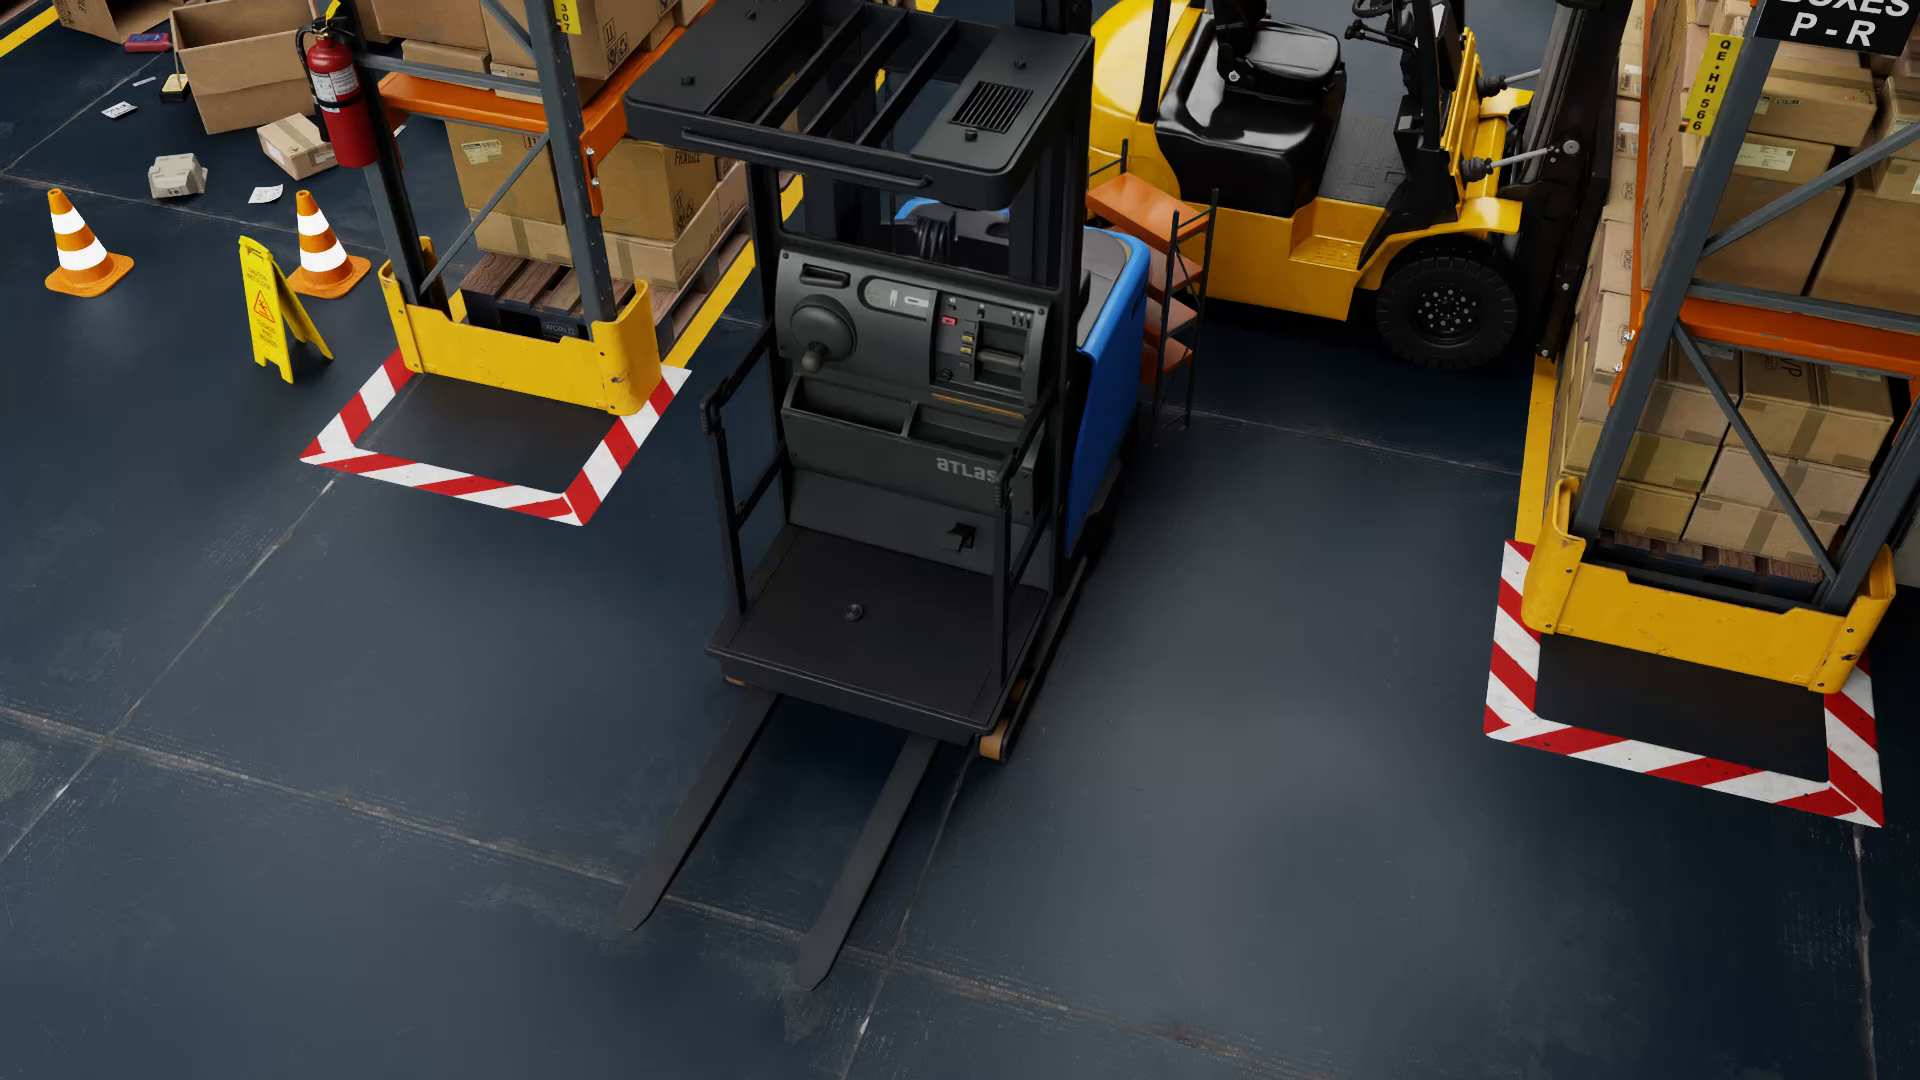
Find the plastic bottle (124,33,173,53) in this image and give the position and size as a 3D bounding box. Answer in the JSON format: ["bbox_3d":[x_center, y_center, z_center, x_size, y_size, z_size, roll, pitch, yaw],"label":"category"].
[{"bbox_3d":[-4.684,-2.888,9.658,0.283,0.061,0.133,-2,44,-2],"label":"plastic bottle"}]

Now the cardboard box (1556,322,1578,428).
[{"bbox_3d":[2.775,-0.621,6.905,0.500,0.250,0.500,13,46,12],"label":"cardboard box"}]

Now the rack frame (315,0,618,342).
[{"bbox_3d":[-1.958,-1.793,6.437,1.000,3.000,0.127,13,46,13],"label":"rack frame"}]

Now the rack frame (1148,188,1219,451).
[{"bbox_3d":[0.904,-0.871,6.782,0.240,1.200,0.015,-32,52,-28],"label":"rack frame"}]

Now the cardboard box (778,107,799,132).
[{"bbox_3d":[-1.135,-2.144,8.462,0.500,0.250,0.500,15,46,15],"label":"cardboard box"}]

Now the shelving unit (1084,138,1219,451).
[{"bbox_3d":[0.743,-0.999,6.913,0.258,1.200,0.503,-32,52,-28],"label":"shelving unit"}]

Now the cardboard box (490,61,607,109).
[{"bbox_3d":[-1.658,-1.885,6.712,0.380,0.149,0.250,13,46,13],"label":"cardboard box"}]

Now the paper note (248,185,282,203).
[{"bbox_3d":[-3.569,-1.783,8.550,0.148,0.019,0.142,-2,44,-2],"label":"paper note"}]

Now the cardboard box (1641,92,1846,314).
[{"bbox_3d":[2.673,-1.163,5.722,0.500,0.500,0.500,12,46,12],"label":"cardboard box"}]

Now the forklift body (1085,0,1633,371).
[{"bbox_3d":[1.609,-2.091,7.349,2.313,2.155,1.214,13,46,13],"label":"forklift body"}]

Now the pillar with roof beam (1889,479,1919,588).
[{"bbox_3d":[-0.259,-4.073,4.478,9.100,9.000,0.400,13,46,13],"label":"pillar with roof beam"}]

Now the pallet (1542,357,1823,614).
[{"bbox_3d":[2.965,-0.266,6.870,1.003,0.211,1.213,13,46,13],"label":"pallet"}]

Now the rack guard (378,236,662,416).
[{"bbox_3d":[-1.935,-0.950,7.363,1.175,0.500,0.348,13,46,13],"label":"rack guard"}]

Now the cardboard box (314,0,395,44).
[{"bbox_3d":[-3.564,-3.281,9.646,0.797,0.637,0.503,13,46,13],"label":"cardboard box"}]

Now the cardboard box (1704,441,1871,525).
[{"bbox_3d":[3.114,-0.359,6.281,0.500,0.250,0.500,13,46,13],"label":"cardboard box"}]

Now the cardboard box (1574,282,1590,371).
[{"bbox_3d":[2.785,-0.812,6.744,0.500,0.250,0.500,12,46,12],"label":"cardboard box"}]

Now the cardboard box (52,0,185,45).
[{"bbox_3d":[-4.987,-3.295,9.758,0.500,0.500,0.500,20,48,19],"label":"cardboard box"}]

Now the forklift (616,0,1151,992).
[{"bbox_3d":[-0.238,-0.594,5.262,1.130,2.935,3.031,14,46,14],"label":"forklift"}]

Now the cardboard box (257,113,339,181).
[{"bbox_3d":[-3.486,-2.075,8.764,0.250,0.149,0.380,-33,53,-29],"label":"cardboard box"}]

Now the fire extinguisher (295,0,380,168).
[{"bbox_3d":[-2.432,-1.786,6.486,0.296,0.674,0.183,13,46,13],"label":"fire extinguisher"}]

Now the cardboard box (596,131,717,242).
[{"bbox_3d":[-1.443,-1.723,7.496,0.500,0.500,0.500,11,45,11],"label":"cardboard box"}]

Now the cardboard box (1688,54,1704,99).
[{"bbox_3d":[2.661,-1.478,5.581,0.380,0.149,0.250,13,46,13],"label":"cardboard box"}]

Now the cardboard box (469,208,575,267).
[{"bbox_3d":[-1.962,-1.572,7.877,0.500,0.250,0.500,12,46,12],"label":"cardboard box"}]

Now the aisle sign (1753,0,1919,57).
[{"bbox_3d":[2.474,-1.691,4.475,0.394,0.787,0.004,13,46,13],"label":"aisle sign"}]

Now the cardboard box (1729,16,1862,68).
[{"bbox_3d":[2.726,-1.572,5.464,0.380,0.149,0.250,13,46,13],"label":"cardboard box"}]

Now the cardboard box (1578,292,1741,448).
[{"bbox_3d":[2.616,-0.641,6.212,0.500,0.250,0.500,14,46,14],"label":"cardboard box"}]

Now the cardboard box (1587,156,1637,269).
[{"bbox_3d":[2.908,-1.321,6.907,0.500,0.250,0.500,13,46,13],"label":"cardboard box"}]

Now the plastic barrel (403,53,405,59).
[{"bbox_3d":[-2.775,-2.569,9.073,0.421,0.421,0.512,-24,49,-22],"label":"plastic barrel"}]

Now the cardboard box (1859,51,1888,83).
[{"bbox_3d":[3.221,-1.528,5.632,0.380,0.149,0.250,12,46,12],"label":"cardboard box"}]

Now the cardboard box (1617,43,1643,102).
[{"bbox_3d":[3.235,-2.006,7.606,0.500,0.250,0.500,14,46,14],"label":"cardboard box"}]

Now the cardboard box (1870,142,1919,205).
[{"bbox_3d":[3.124,-1.182,5.278,0.380,0.149,0.250,11,46,11],"label":"cardboard box"}]

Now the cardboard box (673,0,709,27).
[{"bbox_3d":[-1.317,-2.376,7.213,0.380,0.149,0.250,13,46,13],"label":"cardboard box"}]

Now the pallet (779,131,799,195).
[{"bbox_3d":[-1.284,-2.191,8.838,1.003,0.211,1.213,13,46,13],"label":"pallet"}]

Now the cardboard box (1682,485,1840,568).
[{"bbox_3d":[3.109,-0.197,6.472,0.500,0.250,0.500,13,46,13],"label":"cardboard box"}]

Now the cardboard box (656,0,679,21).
[{"bbox_3d":[-1.396,-2.537,6.914,0.500,0.500,0.500,14,46,14],"label":"cardboard box"}]

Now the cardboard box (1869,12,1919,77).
[{"bbox_3d":[3.257,-1.642,5.536,0.380,0.149,0.250,13,46,13],"label":"cardboard box"}]

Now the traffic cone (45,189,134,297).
[{"bbox_3d":[-4.218,-1.454,7.905,0.336,0.463,0.334,13,46,13],"label":"traffic cone"}]

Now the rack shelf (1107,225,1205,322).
[{"bbox_3d":[0.743,-1.111,6.804,0.258,0.148,0.480,-32,52,-28],"label":"rack shelf"}]

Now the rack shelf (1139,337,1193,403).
[{"bbox_3d":[0.743,-0.809,7.099,0.258,0.148,0.480,-32,52,-28],"label":"rack shelf"}]

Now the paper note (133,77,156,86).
[{"bbox_3d":[-4.605,-2.589,9.389,0.123,0.001,0.032,-33,53,-29],"label":"paper note"}]

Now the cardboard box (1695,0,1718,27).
[{"bbox_3d":[2.920,-1.989,6.103,0.380,0.149,0.250,11,45,11],"label":"cardboard box"}]

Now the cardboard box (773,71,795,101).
[{"bbox_3d":[-1.130,-2.405,8.193,0.500,0.500,0.500,13,46,13],"label":"cardboard box"}]

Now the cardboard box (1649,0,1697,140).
[{"bbox_3d":[2.993,-1.849,6.423,0.500,0.500,0.500,12,46,12],"label":"cardboard box"}]

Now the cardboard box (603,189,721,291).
[{"bbox_3d":[-1.450,-1.439,7.742,0.500,0.250,0.500,12,46,12],"label":"cardboard box"}]

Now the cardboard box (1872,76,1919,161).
[{"bbox_3d":[3.079,-1.296,5.182,0.380,0.149,0.250,12,46,12],"label":"cardboard box"}]

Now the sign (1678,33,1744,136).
[{"bbox_3d":[2.261,-1.366,5.004,0.100,0.325,0.005,13,46,13],"label":"sign"}]

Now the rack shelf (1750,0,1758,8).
[{"bbox_3d":[3.379,-2.892,5.930,1.077,0.370,4.000,13,46,13],"label":"rack shelf"}]
